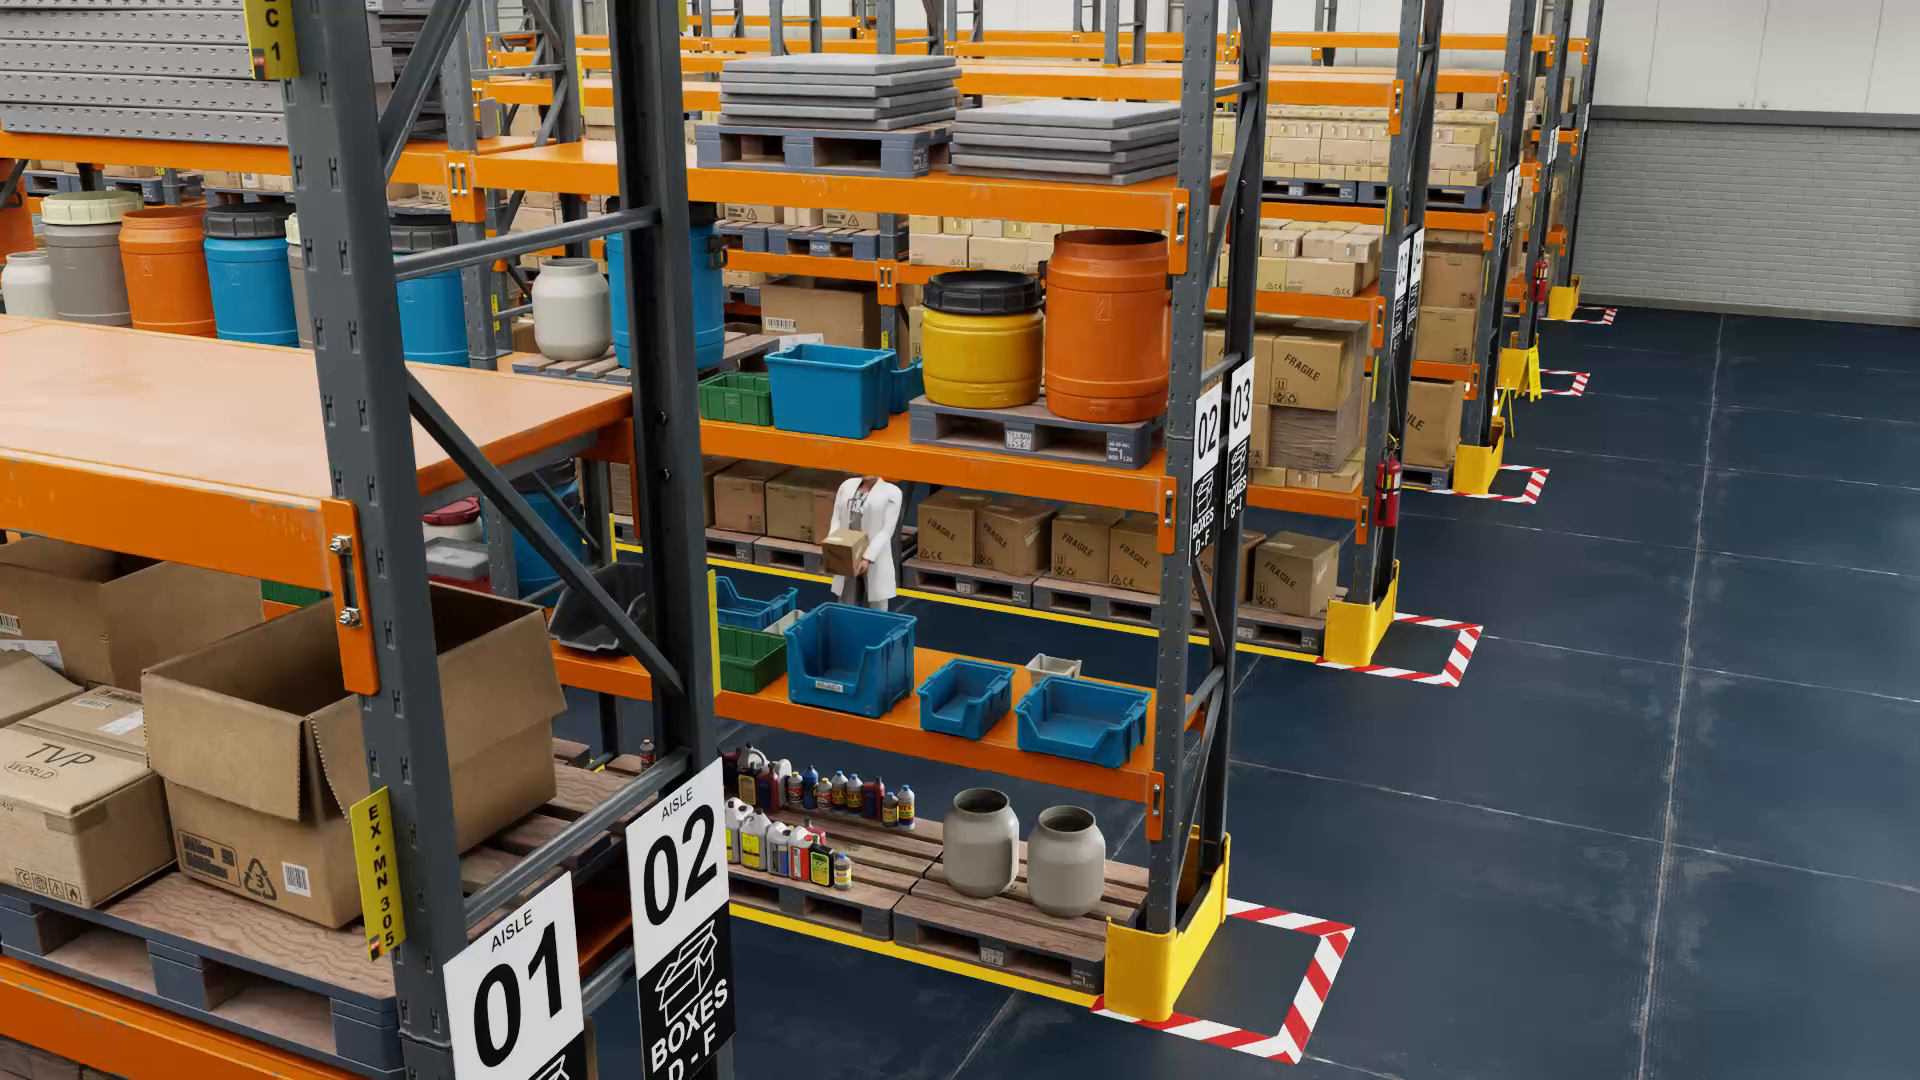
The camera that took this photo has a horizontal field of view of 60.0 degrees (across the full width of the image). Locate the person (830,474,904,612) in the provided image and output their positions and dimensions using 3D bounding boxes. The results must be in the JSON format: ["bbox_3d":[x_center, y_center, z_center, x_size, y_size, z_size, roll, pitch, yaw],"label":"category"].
[{"bbox_3d":[-0.717,0.211,12.163,0.538,1.778,0.553,8,20,22],"label":"person"}]
